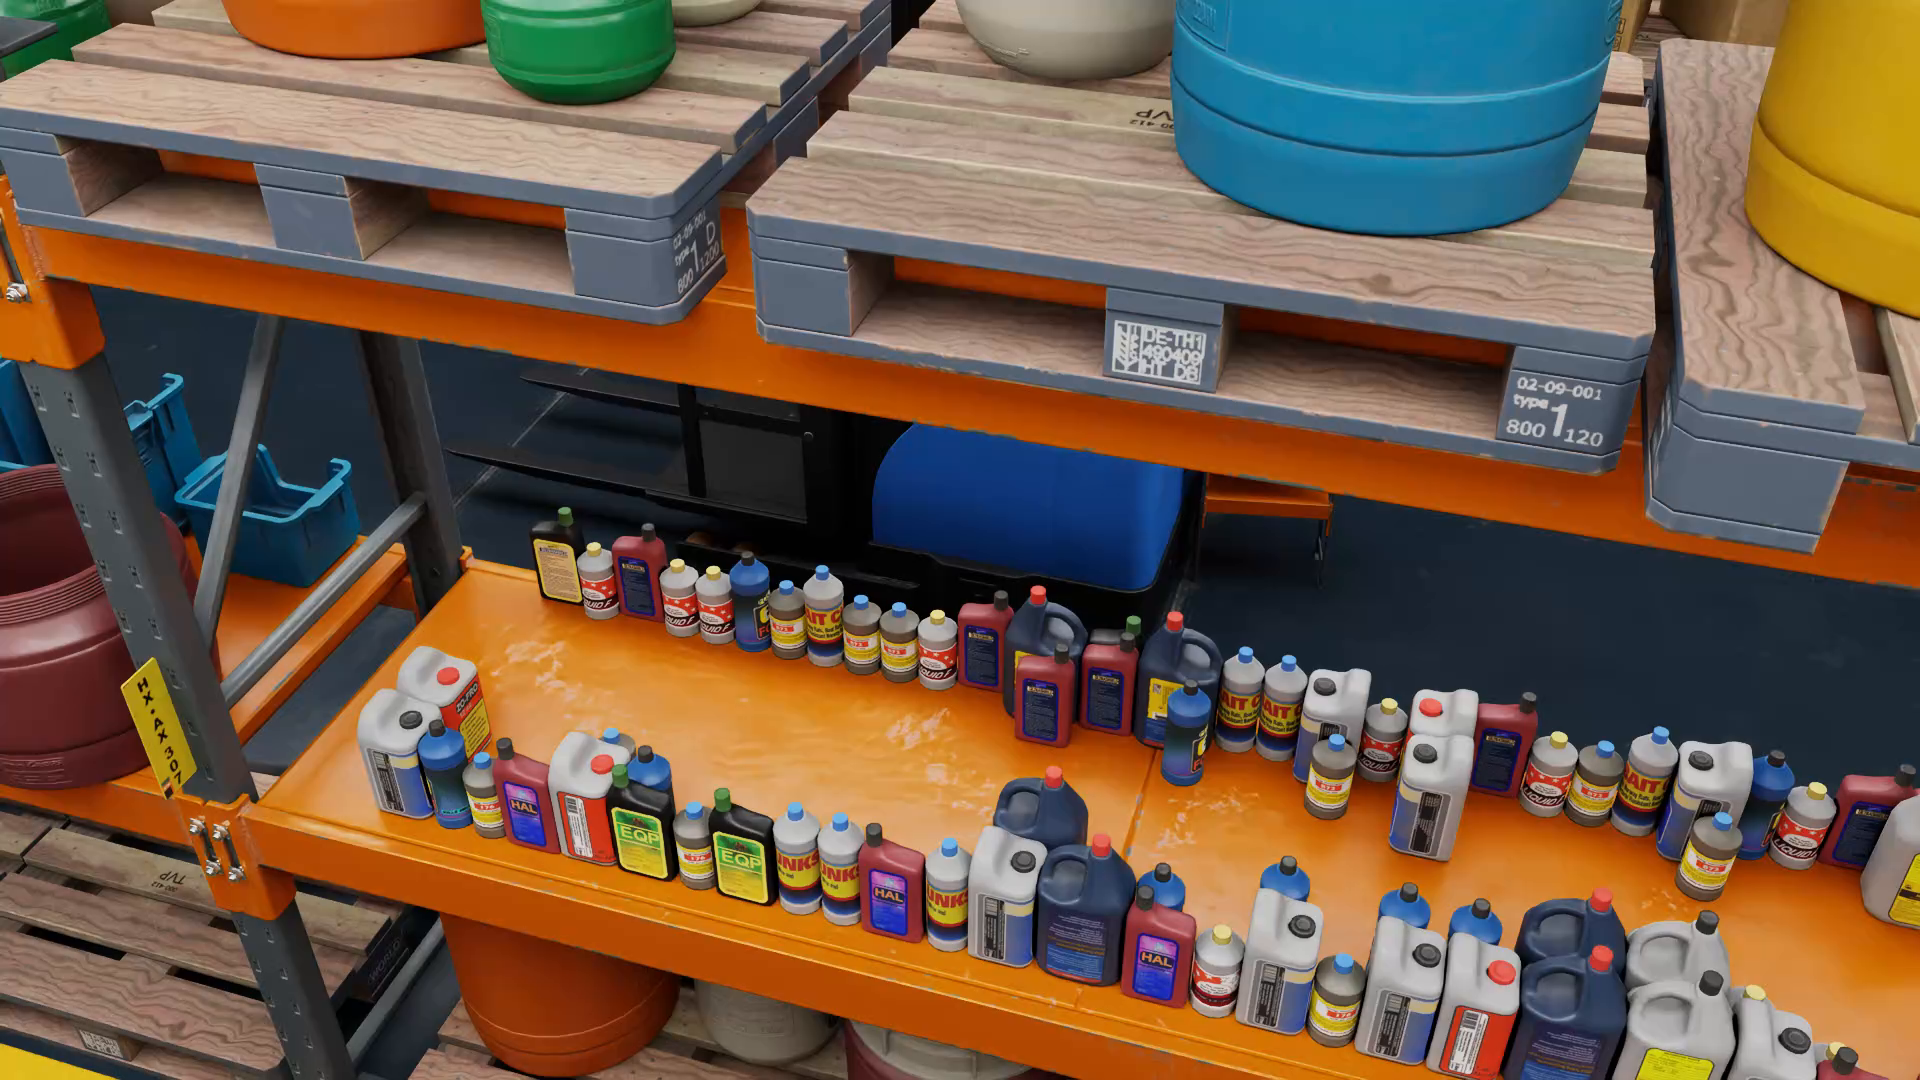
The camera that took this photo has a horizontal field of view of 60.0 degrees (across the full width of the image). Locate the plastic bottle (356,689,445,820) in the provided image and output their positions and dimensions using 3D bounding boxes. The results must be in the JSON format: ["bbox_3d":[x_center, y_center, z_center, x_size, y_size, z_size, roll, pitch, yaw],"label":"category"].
[{"bbox_3d":[-1.226,0.466,3.691,0.135,0.276,0.152,10,38,14],"label":"plastic bottle"}]

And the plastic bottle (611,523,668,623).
[{"bbox_3d":[-0.809,0.075,4.217,0.133,0.283,0.061,10,38,14],"label":"plastic bottle"}]

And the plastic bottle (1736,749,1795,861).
[{"bbox_3d":[1.717,0.558,3.569,0.097,0.271,0.097,0,36,0],"label":"plastic bottle"}]

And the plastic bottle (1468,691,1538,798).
[{"bbox_3d":[1.205,0.448,3.710,0.133,0.283,0.061,10,38,14],"label":"plastic bottle"}]

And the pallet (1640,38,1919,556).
[{"bbox_3d":[1.498,-0.352,2.326,1.003,0.211,1.213,10,38,14],"label":"pallet"}]

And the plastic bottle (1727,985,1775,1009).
[{"bbox_3d":[1.474,0.918,3.139,0.097,0.201,0.097,0,36,0],"label":"plastic bottle"}]

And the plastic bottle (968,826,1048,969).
[{"bbox_3d":[0.098,0.711,3.358,0.135,0.276,0.152,10,38,14],"label":"plastic bottle"}]

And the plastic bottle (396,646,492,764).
[{"bbox_3d":[-1.180,0.380,3.808,0.135,0.276,0.152,10,38,14],"label":"plastic bottle"}]

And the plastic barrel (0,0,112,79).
[{"bbox_3d":[-1.793,-1.004,3.183,0.294,0.245,0.294,0,36,0],"label":"plastic barrel"}]

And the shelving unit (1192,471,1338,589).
[{"bbox_3d":[1.175,-0.376,6.249,0.503,1.200,0.258,3,36,5],"label":"shelving unit"}]

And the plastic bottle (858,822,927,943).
[{"bbox_3d":[-0.136,0.693,3.376,0.133,0.283,0.061,10,38,14],"label":"plastic bottle"}]

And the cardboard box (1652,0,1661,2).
[{"bbox_3d":[4.571,-4.086,11.231,0.750,0.750,0.750,11,38,14],"label":"cardboard box"}]

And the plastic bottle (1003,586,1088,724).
[{"bbox_3d":[0.201,0.260,3.907,0.185,0.351,0.144,10,38,14],"label":"plastic bottle"}]

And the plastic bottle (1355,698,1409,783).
[{"bbox_3d":[0.961,0.447,3.780,0.097,0.201,0.097,0,36,0],"label":"plastic bottle"}]

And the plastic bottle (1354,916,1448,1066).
[{"bbox_3d":[0.845,0.849,3.170,0.135,0.276,0.152,10,38,14],"label":"plastic bottle"}]

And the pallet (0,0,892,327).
[{"bbox_3d":[-0.841,-0.785,2.915,1.213,0.211,1.003,10,38,14],"label":"pallet"}]

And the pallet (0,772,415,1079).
[{"bbox_3d":[-2.270,1.121,5.049,1.213,0.211,1.003,10,38,14],"label":"pallet"}]

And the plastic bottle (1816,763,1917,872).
[{"bbox_3d":[1.926,0.581,3.529,0.133,0.283,0.061,10,38,14],"label":"plastic bottle"}]

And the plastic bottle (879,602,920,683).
[{"bbox_3d":[-0.146,0.242,4.059,0.097,0.201,0.097,0,36,0],"label":"plastic bottle"}]

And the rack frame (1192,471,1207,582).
[{"bbox_3d":[0.933,-0.391,6.269,0.015,1.200,0.240,3,36,5],"label":"rack frame"}]

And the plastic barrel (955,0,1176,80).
[{"bbox_3d":[0.195,-1.047,2.643,0.433,0.535,0.433,0,36,0],"label":"plastic barrel"}]

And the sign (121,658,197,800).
[{"bbox_3d":[-1.700,0.403,3.534,0.005,0.325,0.100,10,38,14],"label":"sign"}]

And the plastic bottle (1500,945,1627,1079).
[{"bbox_3d":[1.124,0.874,3.074,0.185,0.351,0.144,10,38,14],"label":"plastic bottle"}]

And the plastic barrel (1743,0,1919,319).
[{"bbox_3d":[1.344,-0.636,2.040,0.600,0.588,0.600,0,36,0],"label":"plastic barrel"}]

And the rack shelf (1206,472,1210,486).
[{"bbox_3d":[1.175,-0.322,6.289,0.480,0.148,0.258,3,36,5],"label":"rack shelf"}]

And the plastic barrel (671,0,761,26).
[{"bbox_3d":[-0.475,-1.058,2.889,0.301,0.262,0.301,0,36,0],"label":"plastic barrel"}]

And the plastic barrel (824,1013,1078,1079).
[{"bbox_3d":[0.008,1.235,4.221,0.708,0.588,0.600,10,38,14],"label":"plastic barrel"}]

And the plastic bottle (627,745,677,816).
[{"bbox_3d":[-0.663,0.551,3.579,0.097,0.271,0.097,0,36,0],"label":"plastic bottle"}]

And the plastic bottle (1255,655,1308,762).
[{"bbox_3d":[0.740,0.377,3.815,0.097,0.271,0.097,0,36,0],"label":"plastic bottle"}]

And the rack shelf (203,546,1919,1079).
[{"bbox_3d":[0.367,0.800,3.740,4.000,0.370,1.077,10,38,14],"label":"rack shelf"}]

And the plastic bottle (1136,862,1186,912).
[{"bbox_3d":[0.395,0.747,3.313,0.097,0.271,0.097,0,36,0],"label":"plastic bottle"}]

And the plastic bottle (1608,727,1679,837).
[{"bbox_3d":[1.496,0.517,3.625,0.097,0.271,0.097,0,36,0],"label":"plastic bottle"}]

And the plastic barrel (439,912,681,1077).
[{"bbox_3d":[-1.070,0.938,4.421,0.708,0.830,0.600,10,38,14],"label":"plastic barrel"}]

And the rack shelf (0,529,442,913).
[{"bbox_3d":[-3.451,0.093,4.700,4.000,0.370,1.077,10,38,14],"label":"rack shelf"}]

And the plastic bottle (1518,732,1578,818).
[{"bbox_3d":[1.310,0.511,3.692,0.097,0.201,0.097,0,36,0],"label":"plastic bottle"}]

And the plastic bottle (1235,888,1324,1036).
[{"bbox_3d":[0.623,0.808,3.226,0.135,0.276,0.152,10,38,14],"label":"plastic bottle"}]

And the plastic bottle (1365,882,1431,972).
[{"bbox_3d":[0.864,0.777,3.272,0.097,0.271,0.097,0,36,0],"label":"plastic bottle"}]

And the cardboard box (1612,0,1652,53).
[{"bbox_3d":[2.696,-2.444,7.101,0.500,0.500,0.700,16,39,21],"label":"cardboard box"}]

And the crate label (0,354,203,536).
[{"bbox_3d":[-2.410,-0.186,4.443,0.616,0.435,0.502,10,38,14],"label":"crate label"}]

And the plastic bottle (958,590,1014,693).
[{"bbox_3d":[0.062,0.236,3.998,0.133,0.283,0.061,10,38,14],"label":"plastic bottle"}]

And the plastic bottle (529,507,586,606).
[{"bbox_3d":[-1.029,0.034,4.272,0.133,0.283,0.061,10,38,14],"label":"plastic bottle"}]

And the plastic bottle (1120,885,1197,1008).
[{"bbox_3d":[0.389,0.790,3.244,0.133,0.283,0.061,10,38,14],"label":"plastic bottle"}]

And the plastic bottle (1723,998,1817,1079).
[{"bbox_3d":[1.454,0.962,3.017,0.135,0.276,0.152,10,38,14],"label":"plastic bottle"}]

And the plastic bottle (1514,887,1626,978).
[{"bbox_3d":[1.167,0.792,3.185,0.185,0.351,0.144,10,38,14],"label":"plastic bottle"}]

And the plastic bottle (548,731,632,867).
[{"bbox_3d":[-0.784,0.548,3.580,0.135,0.276,0.152,10,38,14],"label":"plastic bottle"}]

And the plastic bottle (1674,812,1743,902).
[{"bbox_3d":[1.579,0.656,3.496,0.097,0.201,0.097,0,36,0],"label":"plastic bottle"}]

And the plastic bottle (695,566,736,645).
[{"bbox_3d":[-0.611,0.156,4.176,0.097,0.201,0.097,0,36,0],"label":"plastic bottle"}]

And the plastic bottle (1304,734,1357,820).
[{"bbox_3d":[0.823,0.516,3.687,0.097,0.201,0.097,0,36,0],"label":"plastic bottle"}]

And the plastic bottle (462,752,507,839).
[{"bbox_3d":[-1.030,0.549,3.641,0.097,0.201,0.097,0,36,0],"label":"plastic bottle"}]

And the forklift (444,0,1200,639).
[{"bbox_3d":[-0.600,-1.295,6.037,3.031,2.935,1.130,11,38,14],"label":"forklift"}]

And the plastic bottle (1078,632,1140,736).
[{"bbox_3d":[0.348,0.326,3.874,0.133,0.283,0.061,10,38,14],"label":"plastic bottle"}]

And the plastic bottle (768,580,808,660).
[{"bbox_3d":[-0.425,0.190,4.129,0.097,0.201,0.097,0,36,0],"label":"plastic bottle"}]

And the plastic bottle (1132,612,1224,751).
[{"bbox_3d":[0.505,0.317,3.831,0.185,0.351,0.144,10,38,14],"label":"plastic bottle"}]

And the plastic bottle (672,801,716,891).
[{"bbox_3d":[-0.554,0.637,3.521,0.097,0.201,0.097,0,36,0],"label":"plastic bottle"}]

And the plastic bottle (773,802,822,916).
[{"bbox_3d":[-0.334,0.650,3.445,0.097,0.271,0.097,0,36,0],"label":"plastic bottle"}]
